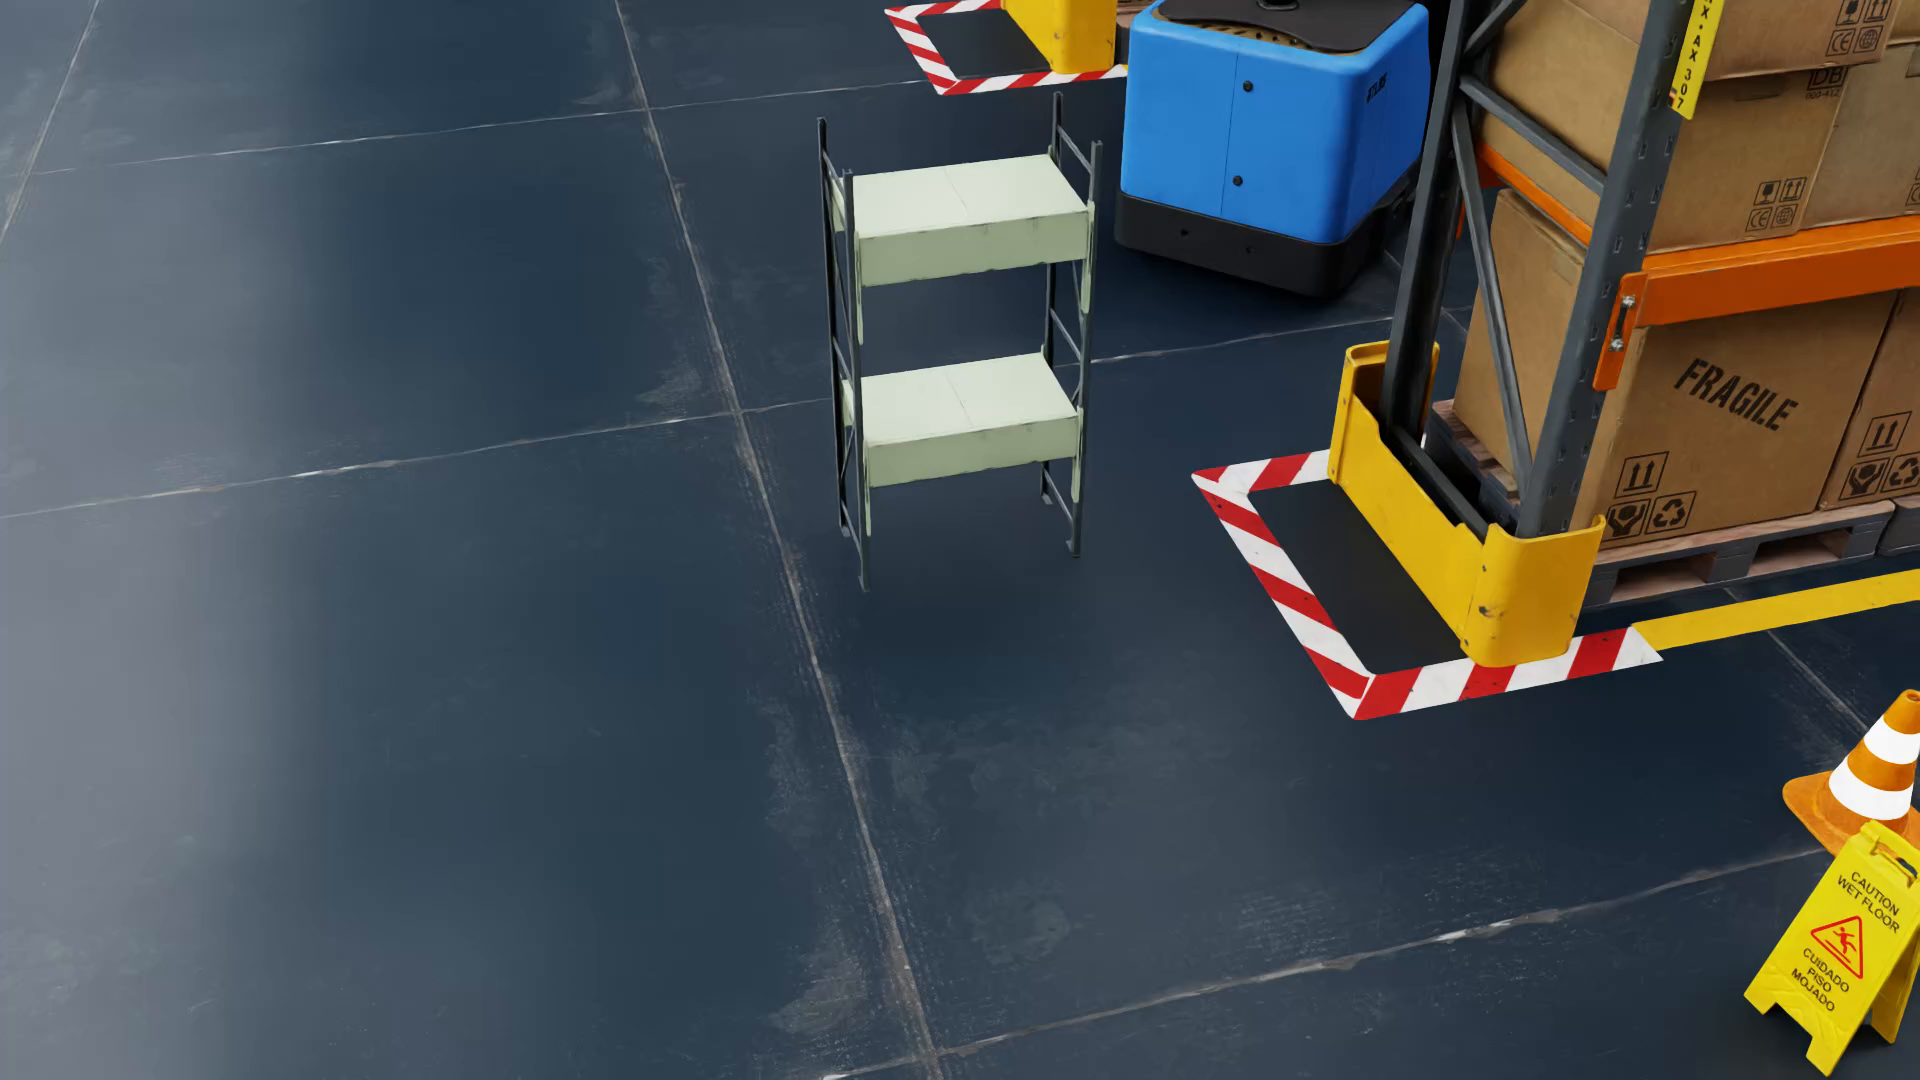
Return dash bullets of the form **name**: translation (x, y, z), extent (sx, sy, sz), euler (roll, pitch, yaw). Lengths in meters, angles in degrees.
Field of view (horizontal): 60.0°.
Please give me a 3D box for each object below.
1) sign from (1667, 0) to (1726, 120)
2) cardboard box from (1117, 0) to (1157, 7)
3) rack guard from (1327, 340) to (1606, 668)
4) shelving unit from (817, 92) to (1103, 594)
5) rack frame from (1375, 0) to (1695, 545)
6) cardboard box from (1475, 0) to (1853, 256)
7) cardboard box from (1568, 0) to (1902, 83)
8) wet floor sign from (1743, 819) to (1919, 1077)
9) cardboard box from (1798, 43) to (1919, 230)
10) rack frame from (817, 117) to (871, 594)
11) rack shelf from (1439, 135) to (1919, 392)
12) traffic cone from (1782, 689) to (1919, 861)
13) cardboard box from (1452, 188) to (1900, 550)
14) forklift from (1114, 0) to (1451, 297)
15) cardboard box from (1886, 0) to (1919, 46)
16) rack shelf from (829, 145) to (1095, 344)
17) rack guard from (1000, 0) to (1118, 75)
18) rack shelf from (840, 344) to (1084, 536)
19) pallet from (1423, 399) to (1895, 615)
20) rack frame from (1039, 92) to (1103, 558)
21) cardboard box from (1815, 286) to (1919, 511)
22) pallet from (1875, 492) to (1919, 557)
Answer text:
- **sign**: translation (1.805, -1.202, 4.075), extent (0.005, 0.325, 0.100), euler (-9, 38, -12)
- **cardboard box**: translation (1.078, -3.342, 9.362), extent (0.500, 0.500, 0.500), euler (-3, 37, -3)
- **rack guard**: translation (1.643, -0.157, 5.544), extent (0.348, 0.500, 1.175), euler (-9, 38, -12)
- **shelving unit**: translation (-0.006, -0.595, 5.293), extent (0.755, 1.500, 0.431), euler (-9, 38, -12)
- **rack frame**: translation (1.666, -1.154, 4.789), extent (0.127, 3.000, 1.000), euler (-9, 38, -12)
- **cardboard box**: translation (2.012, -1.298, 4.855), extent (0.550, 0.550, 0.875), euler (-9, 38, -12)
- **cardboard box**: translation (2.034, -1.678, 4.463), extent (0.550, 0.550, 0.875), euler (-9, 38, -12)
- **wet floor sign**: translation (2.154, 0.948, 3.980), extent (0.232, 0.644, 0.267), euler (-16, 40, -20)
- **cardboard box**: translation (2.538, -1.398, 4.986), extent (0.550, 0.550, 0.875), euler (-9, 38, -12)
- **rack frame**: translation (-0.360, -0.537, 5.217), extent (0.023, 1.500, 0.400), euler (-9, 38, -12)
- **rack shelf**: translation (3.597, -1.185, 5.422), extent (4.000, 0.370, 1.077), euler (-9, 38, -12)
- **traffic cone**: translation (2.549, 0.603, 4.581), extent (0.334, 0.463, 0.336), euler (-9, 38, -12)
- **cardboard box**: translation (2.304, -0.623, 5.498), extent (0.875, 0.875, 0.875), euler (-9, 38, -12)
- **forklift**: translation (1.874, -3.053, 7.329), extent (1.130, 2.935, 3.031), euler (20, 42, 24)
- **cardboard box**: translation (2.541, -1.819, 4.647), extent (0.550, 0.550, 0.875), euler (-9, 38, -12)
- **rack shelf**: translation (-0.006, -0.905, 5.056), extent (0.720, 0.370, 0.431), euler (-9, 38, -12)
- **rack guard**: translation (0.544, -3.098, 9.389), extent (0.348, 0.500, 1.175), euler (-9, 38, -12)
- **rack shelf**: translation (-0.006, -0.336, 5.491), extent (0.720, 0.370, 0.431), euler (-9, 38, -12)
- **pallet**: translation (2.418, -0.218, 5.862), extent (1.213, 0.211, 1.003), euler (-9, 38, -12)
- **rack frame**: translation (0.347, -0.653, 5.369), extent (0.023, 1.500, 0.400), euler (-9, 38, -12)
- **cardboard box**: translation (3.152, -0.763, 5.682), extent (0.875, 0.875, 0.875), euler (-10, 39, -13)
- **pallet**: translation (3.593, -0.410, 6.112), extent (1.213, 0.211, 1.003), euler (-9, 38, -12)
